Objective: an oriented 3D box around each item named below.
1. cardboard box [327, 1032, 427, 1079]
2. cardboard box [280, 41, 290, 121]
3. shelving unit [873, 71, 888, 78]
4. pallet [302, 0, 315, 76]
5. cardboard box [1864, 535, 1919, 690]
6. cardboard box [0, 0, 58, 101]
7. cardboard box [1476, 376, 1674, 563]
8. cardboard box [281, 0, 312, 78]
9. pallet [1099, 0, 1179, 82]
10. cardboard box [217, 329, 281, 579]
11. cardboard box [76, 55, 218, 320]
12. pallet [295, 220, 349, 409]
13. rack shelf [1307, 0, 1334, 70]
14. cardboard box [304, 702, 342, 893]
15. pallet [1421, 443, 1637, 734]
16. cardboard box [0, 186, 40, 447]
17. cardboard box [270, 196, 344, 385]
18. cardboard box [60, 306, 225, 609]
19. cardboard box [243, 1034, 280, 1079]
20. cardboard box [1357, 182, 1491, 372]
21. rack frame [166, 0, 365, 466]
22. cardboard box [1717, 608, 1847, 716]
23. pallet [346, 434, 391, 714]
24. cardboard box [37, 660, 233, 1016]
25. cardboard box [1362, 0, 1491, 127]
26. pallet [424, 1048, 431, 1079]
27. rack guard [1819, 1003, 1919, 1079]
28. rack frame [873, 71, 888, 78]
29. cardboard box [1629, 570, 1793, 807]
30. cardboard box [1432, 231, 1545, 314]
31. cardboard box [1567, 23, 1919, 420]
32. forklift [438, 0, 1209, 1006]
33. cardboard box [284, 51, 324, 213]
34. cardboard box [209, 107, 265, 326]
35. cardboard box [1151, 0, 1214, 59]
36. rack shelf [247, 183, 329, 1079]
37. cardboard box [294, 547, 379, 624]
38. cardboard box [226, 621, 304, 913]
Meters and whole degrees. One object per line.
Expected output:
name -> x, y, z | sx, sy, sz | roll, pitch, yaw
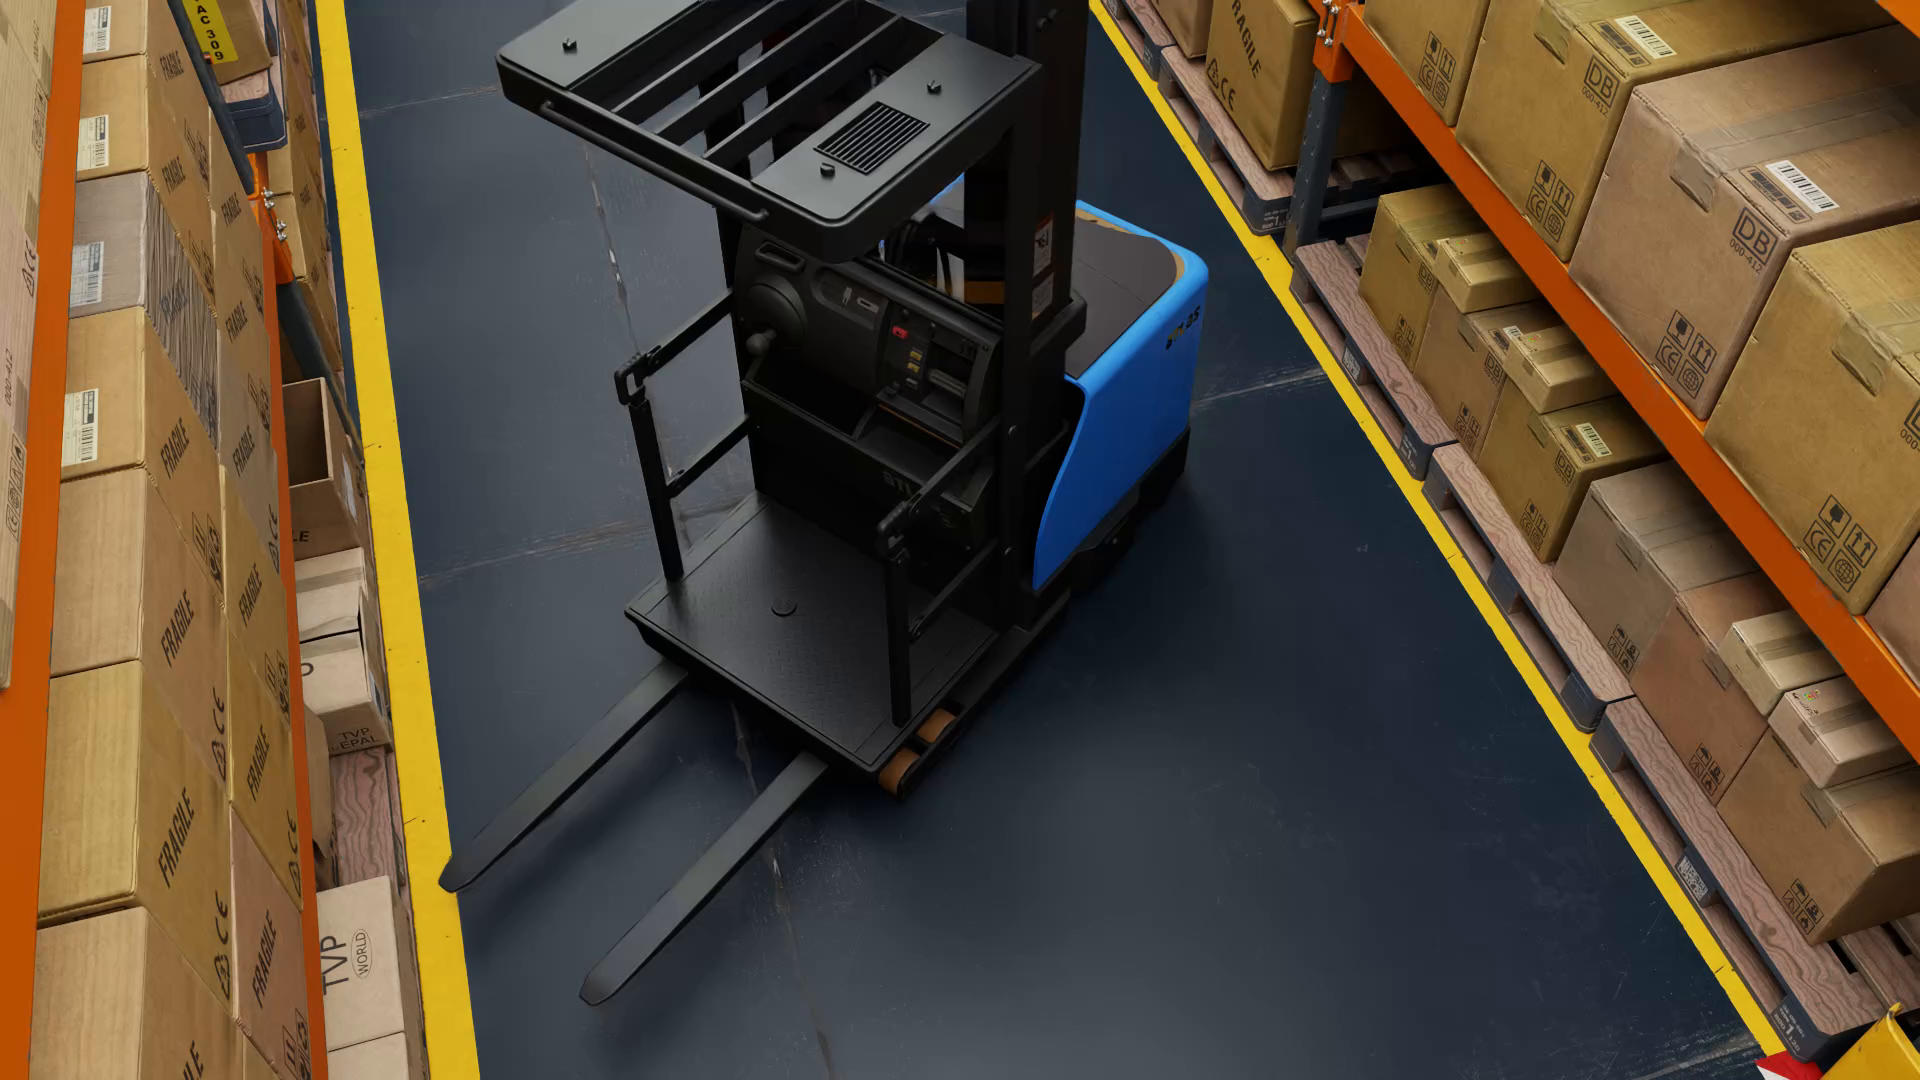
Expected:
cardboard box -> -1.675, 1.650, 4.408 | 0.500, 0.250, 0.500 | -13, 51, -11
cardboard box -> -3.027, -1.906, 6.751 | 0.500, 0.250, 0.500 | -13, 51, -11
shelving unit -> -0.127, -1.319, 6.577 | 0.503, 1.200, 0.258 | 27, 55, 21
pallet -> -3.819, -2.658, 8.353 | 1.003, 0.211, 1.213 | -13, 51, -11
cardboard box -> 2.933, 0.143, 3.972 | 0.980, 0.700, 0.700 | -11, 51, -9
cardboard box -> -2.129, -1.082, 3.336 | 0.500, 0.250, 0.500 | -13, 51, -11
cardboard box -> 2.329, -0.329, 5.926 | 0.700, 0.500, 0.500 | -12, 51, -10
cardboard box -> -3.350, -2.439, 7.691 | 0.500, 0.500, 0.500 | -15, 51, -12
pallet -> 1.246, -2.852, 8.517 | 1.003, 0.211, 1.213 | -13, 51, -11
cardboard box -> -2.120, -0.163, 4.361 | 0.500, 0.500, 0.500 | -12, 51, -10
cardboard box -> -2.270, -0.859, 4.293 | 0.500, 0.500, 0.500 | -14, 51, -12
pallet -> -3.097, -0.876, 6.850 | 1.003, 0.211, 1.213 | -13, 51, -11
rack shelf -> 1.319, -3.541, 7.744 | 1.077, 0.370, 4.000 | -13, 51, -11
cardboard box -> -2.260, 0.845, 4.921 | 0.797, 0.503, 0.637 | -13, 51, -11
pallet -> 2.425, 0.053, 6.068 | 1.003, 0.211, 1.213 | -13, 51, -11
cardboard box -> -1.832, -0.352, 2.721 | 0.500, 0.250, 0.500 | -13, 51, -11
cardboard box -> -2.731, -0.934, 6.422 | 0.500, 0.500, 0.500 | -15, 52, -13
cardboard box -> -1.973, -0.123, 3.673 | 0.500, 0.500, 0.500 | -14, 51, -11
cardboard box -> -1.517, 1.316, 3.113 | 0.500, 0.500, 0.500 | -12, 51, -10
cardboard box -> 2.034, -1.072, 6.552 | 0.700, 0.500, 0.500 | -13, 51, -11
rack frame -> -2.821, -1.189, 5.291 | 1.000, 3.000, 0.127 | -13, 51, -11
cardboard box -> 2.502, 0.343, 4.935 | 0.380, 0.149, 0.250 | -12, 51, -10
pallet -> -2.618, 0.211, 5.934 | 1.003, 0.211, 1.213 | -13, 51, -11
cardboard box -> -1.679, 0.614, 3.051 | 0.500, 0.500, 0.500 | -13, 51, -11
cardboard box -> 2.055, -2.009, 5.785 | 0.980, 0.700, 0.700 | -13, 51, -10
pallet -> -1.897, 1.994, 4.431 | 1.003, 0.211, 1.213 | -13, 51, -11
rack guard -> 3.100, 1.433, 4.715 | 1.175, 0.500, 0.348 | -13, 51, -11
rack frame -> -0.330, -1.422, 6.664 | 0.015, 1.200, 0.240 | 27, 55, 21
cardboard box -> 2.643, 0.426, 5.289 | 0.700, 0.500, 0.500 | -13, 51, -11
cardboard box -> 1.961, -0.990, 6.059 | 0.380, 0.149, 0.250 | -12, 51, -10
cardboard box -> 2.490, -0.945, 4.889 | 0.980, 0.700, 0.700 | -16, 52, -13
forklift -> -0.421, -0.527, 4.777 | 1.130, 2.935, 3.031 | 30, 56, 23
cardboard box -> -3.040, -1.687, 7.058 | 0.500, 0.500, 0.500 | -13, 51, -11
cardboard box -> -2.428, -0.914, 4.994 | 0.500, 0.500, 0.500 | -13, 51, -10
cardboard box -> 1.328, -2.848, 7.821 | 0.750, 0.750, 0.750 | -12, 51, -10
rack shelf -> -2.229, 0.503, 4.334 | 1.077, 0.370, 4.000 | -13, 51, -11
cardboard box -> -2.213, 0.200, 5.696 | 0.380, 0.149, 0.250 | -13, 51, -11
cardboard box -> -1.820, 0.573, 3.739 | 0.500, 0.500, 0.500 | -13, 51, -11
